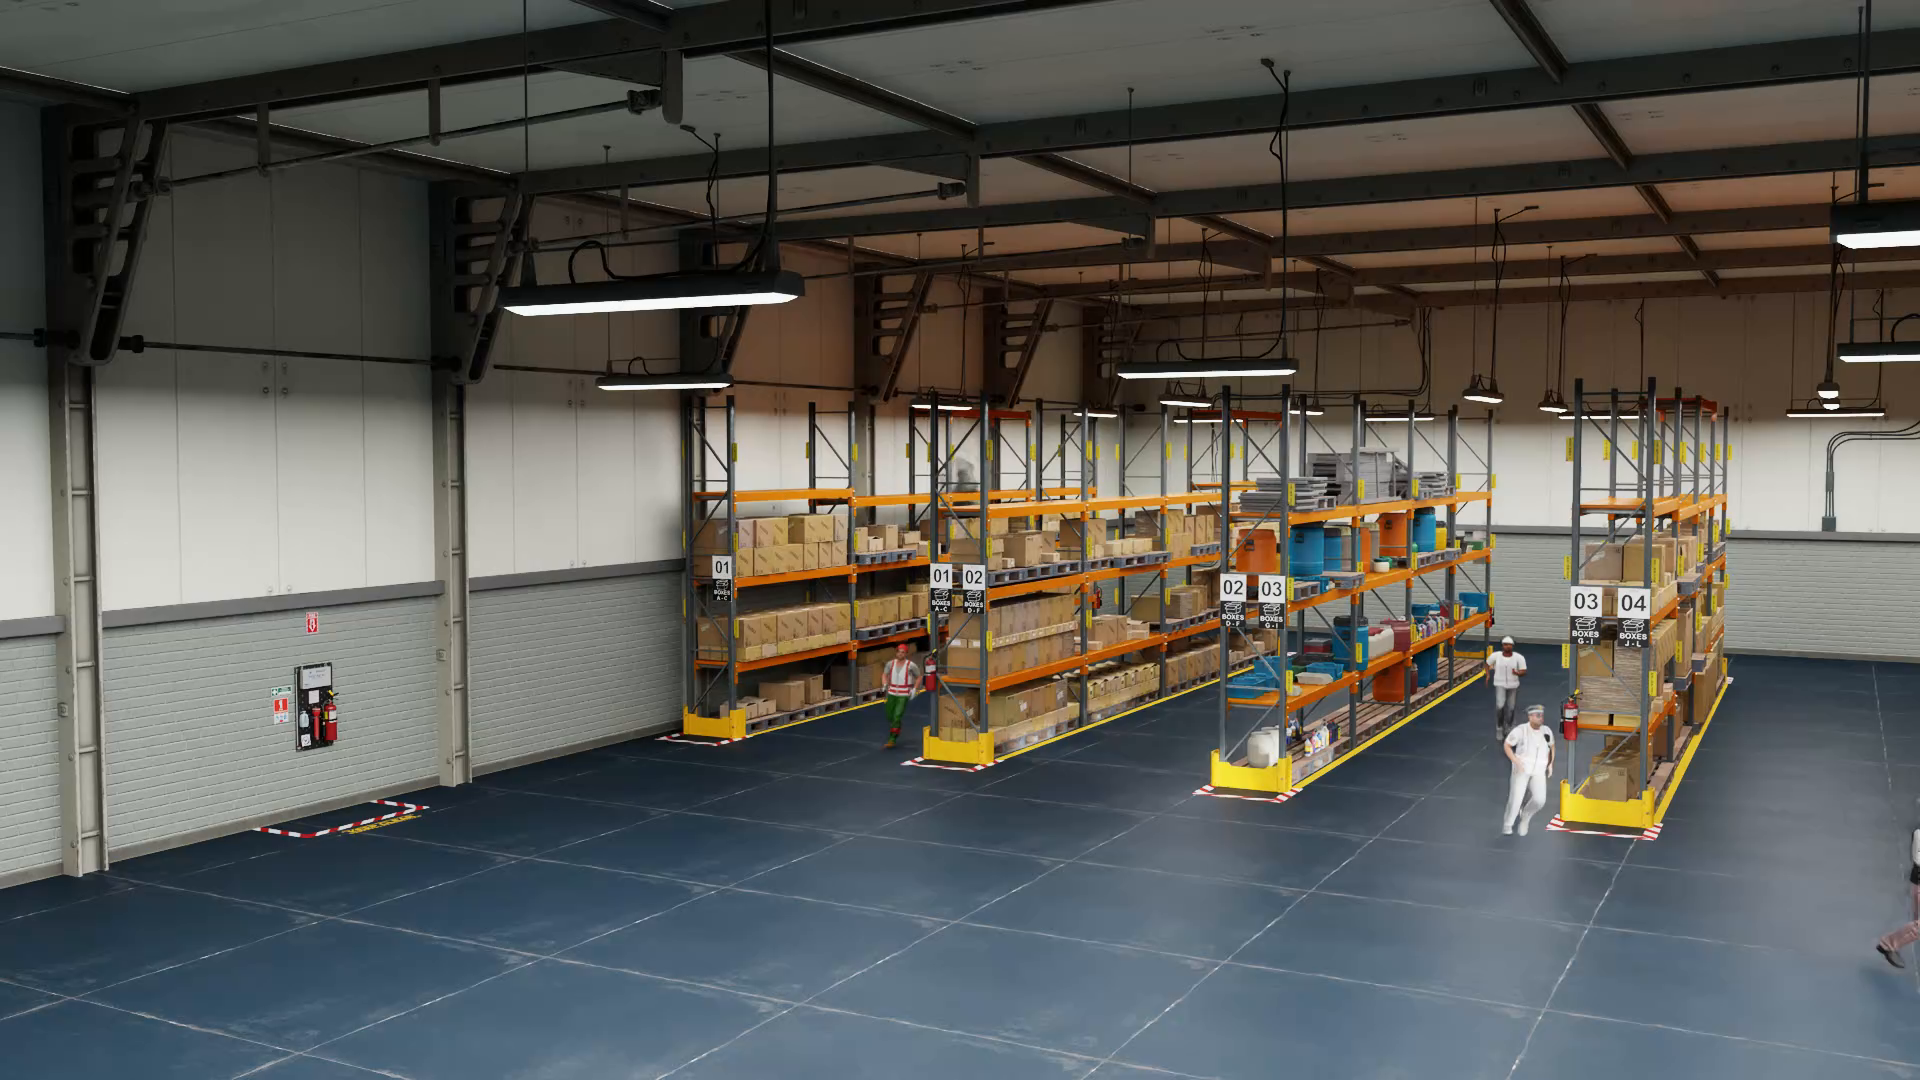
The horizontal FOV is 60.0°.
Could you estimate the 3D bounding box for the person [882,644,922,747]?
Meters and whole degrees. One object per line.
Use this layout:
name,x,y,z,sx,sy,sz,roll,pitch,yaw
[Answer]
person,-0.995,2.635,28.351,0.698,1.747,0.750,1,3,14

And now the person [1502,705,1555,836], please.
person,7.448,2.999,21.658,0.720,1.726,0.581,0,3,1

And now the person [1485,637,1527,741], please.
person,9.542,2.596,29.055,0.673,1.825,0.753,1,3,13

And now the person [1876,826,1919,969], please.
person,9.201,3.291,15.686,0.573,1.723,0.949,-2,4,-34
